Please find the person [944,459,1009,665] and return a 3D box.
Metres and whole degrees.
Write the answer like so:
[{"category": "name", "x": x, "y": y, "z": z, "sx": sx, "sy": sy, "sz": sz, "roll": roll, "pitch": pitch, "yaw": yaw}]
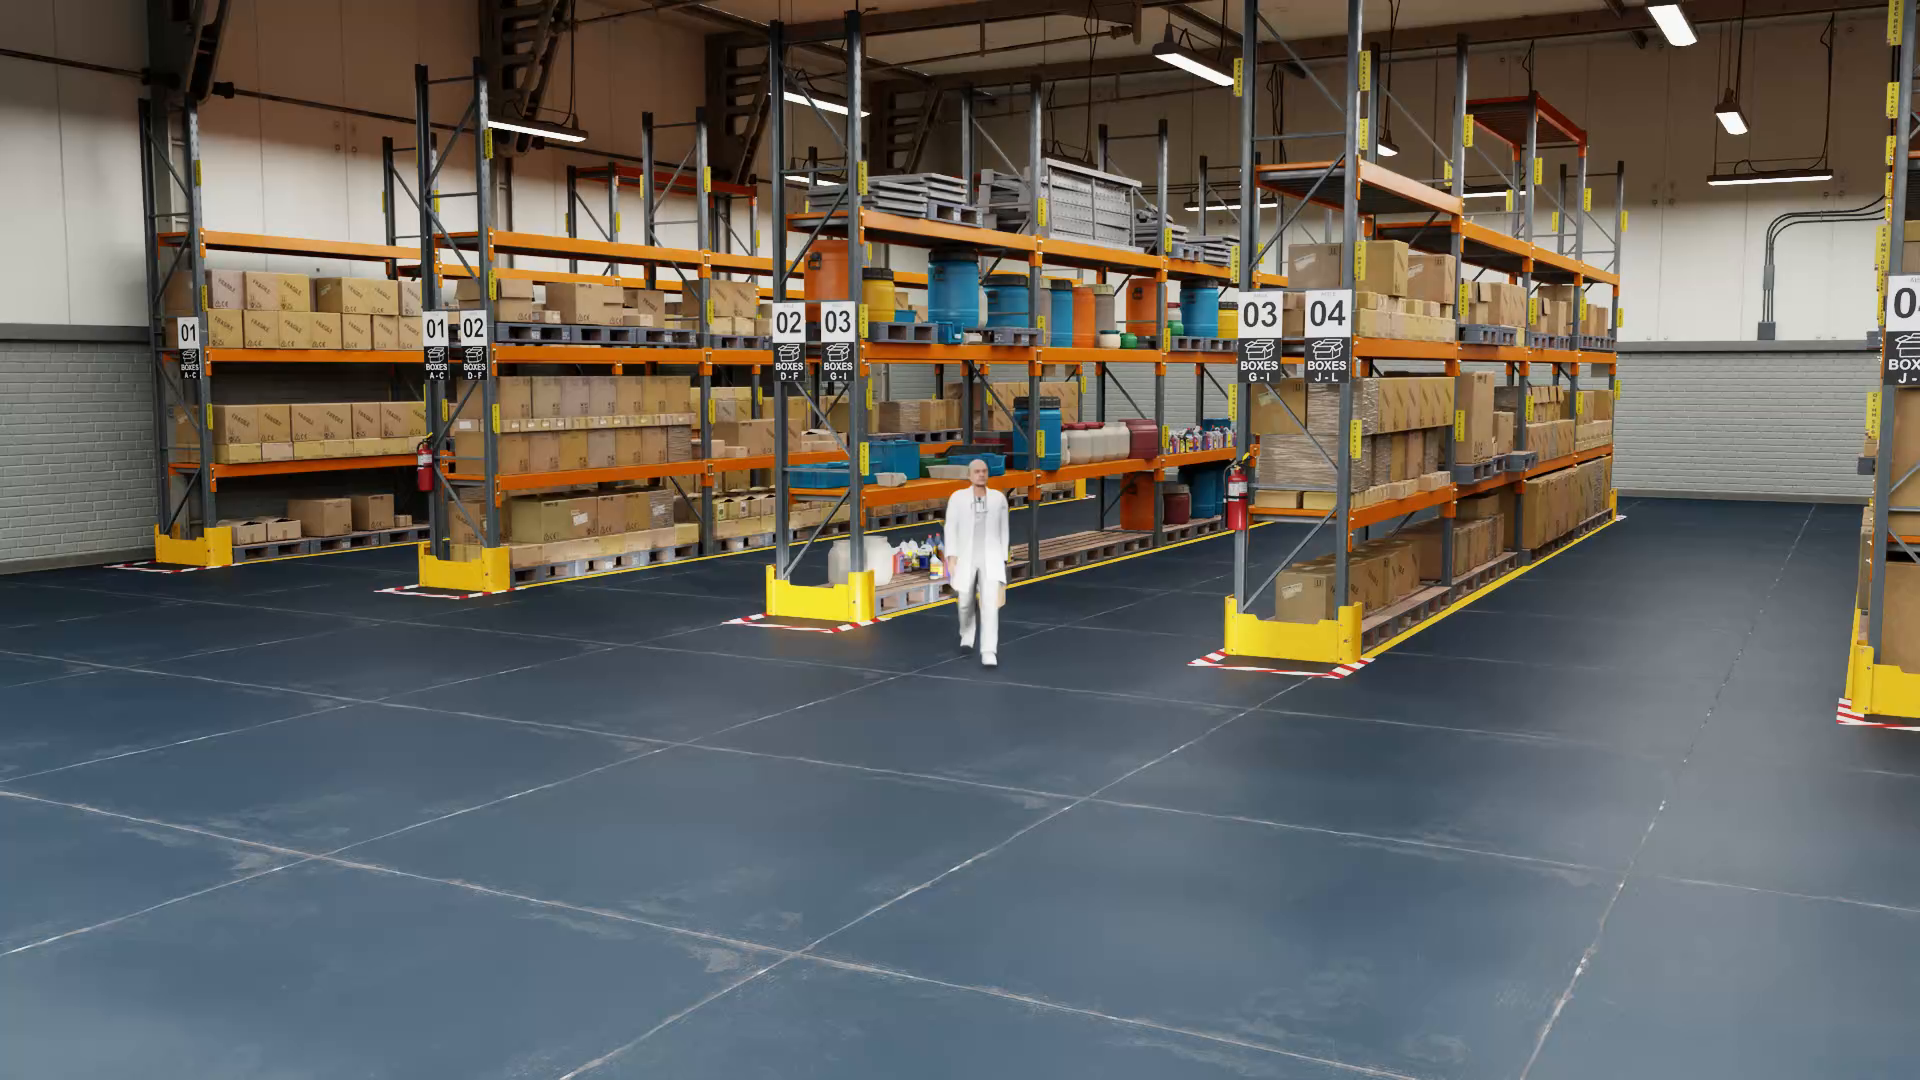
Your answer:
[{"category": "person", "x": 0.145, "y": 0.170, "z": 14.382, "sx": 0.563, "sy": 1.728, "sz": 1.104, "roll": 0, "pitch": 6, "yaw": 0}]
